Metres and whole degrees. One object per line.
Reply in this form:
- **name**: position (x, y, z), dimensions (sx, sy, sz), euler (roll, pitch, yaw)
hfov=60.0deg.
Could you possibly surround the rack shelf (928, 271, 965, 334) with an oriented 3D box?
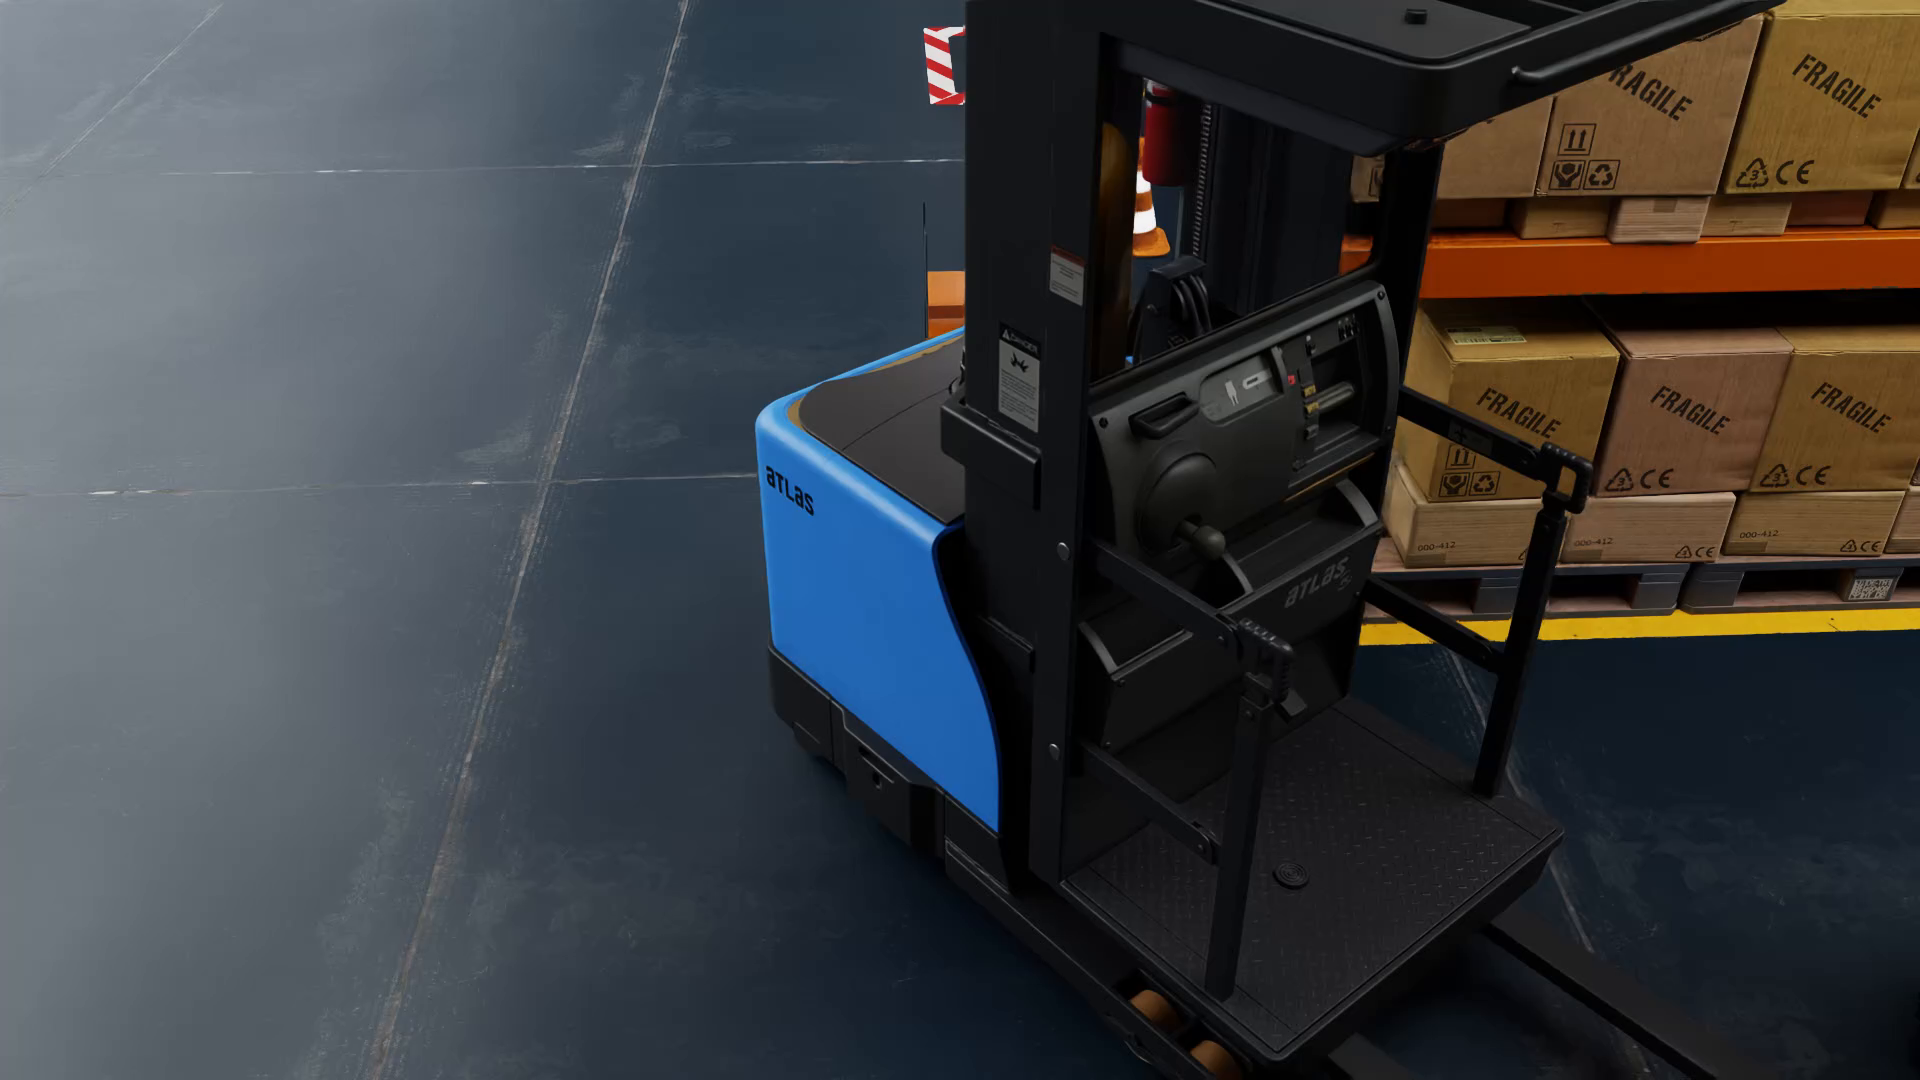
- **rack shelf**: position (-0.015, -0.752, 5.228), dimensions (0.180, 0.103, 0.258), euler (-2, 35, -2)

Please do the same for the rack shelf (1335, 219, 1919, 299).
- **rack shelf**: position (2.817, -1.012, 5.208), dimensions (4.000, 0.370, 1.077), euler (-2, 35, -2)

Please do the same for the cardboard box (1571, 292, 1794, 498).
- **cardboard box**: position (2.184, -0.486, 5.205), dimensions (0.500, 0.500, 0.500), euler (-3, 35, -4)

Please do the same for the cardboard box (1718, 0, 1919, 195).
- **cardboard box**: position (2.332, -1.302, 4.647), dimensions (0.500, 0.500, 0.500), euler (-2, 35, -3)

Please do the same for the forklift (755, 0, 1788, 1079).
- **forklift**: position (0.777, -0.208, 3.475), dimensions (1.130, 2.935, 3.031), euler (-26, 42, -32)

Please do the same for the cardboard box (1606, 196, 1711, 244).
- **cardboard box**: position (1.944, -0.999, 4.778), dimensions (0.250, 0.149, 0.380), euler (-1, 35, -1)

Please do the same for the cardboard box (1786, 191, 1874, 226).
- **cardboard box**: position (2.462, -1.066, 4.875), dimensions (0.250, 0.149, 0.380), euler (0, 35, -1)

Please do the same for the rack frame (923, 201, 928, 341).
- **rack frame**: position (-0.106, -0.491, 5.404), dimensions (0.006, 1.200, 0.240), euler (-2, 35, -2)

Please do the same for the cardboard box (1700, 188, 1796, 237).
- **cardboard box**: position (2.201, -1.025, 4.815), dimensions (0.250, 0.149, 0.380), euler (-1, 35, -1)

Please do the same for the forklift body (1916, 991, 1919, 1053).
- **forklift body**: position (2.866, 0.829, 2.663), dimensions (1.214, 2.155, 2.313), euler (-2, 35, -2)

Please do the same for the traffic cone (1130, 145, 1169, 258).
- **traffic cone**: position (0.796, -1.577, 7.622), dimensions (0.334, 0.463, 0.336), euler (-2, 35, -2)

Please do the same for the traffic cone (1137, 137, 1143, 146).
- **traffic cone**: position (1.082, -2.229, 8.564), dimensions (0.334, 0.463, 0.336), euler (-2, 35, -2)

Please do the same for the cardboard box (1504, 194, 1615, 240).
- **cardboard box**: position (1.689, -1.018, 4.806), dimensions (0.250, 0.149, 0.380), euler (-3, 35, -4)

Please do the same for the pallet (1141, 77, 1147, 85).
- **pallet**: position (1.279, -2.984, 9.876), dimensions (1.213, 0.211, 1.003), euler (-2, 35, -2)

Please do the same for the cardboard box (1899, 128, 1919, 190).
- **cardboard box**: position (2.839, -1.321, 4.673), dimensions (0.500, 0.500, 0.500), euler (-2, 35, -3)

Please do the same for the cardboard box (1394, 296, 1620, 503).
- **cardboard box**: position (1.662, -0.470, 5.181), dimensions (0.500, 0.500, 0.500), euler (-3, 35, -4)

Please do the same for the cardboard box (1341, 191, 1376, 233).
- **cardboard box**: position (1.168, -1.042, 4.840), dimensions (0.250, 0.149, 0.380), euler (-1, 35, -2)

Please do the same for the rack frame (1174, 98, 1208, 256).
- **rack frame**: position (0.819, -1.254, 4.926), dimensions (0.127, 3.000, 1.000), euler (-2, 35, -2)

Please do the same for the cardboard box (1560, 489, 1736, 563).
- **cardboard box**: position (2.148, -0.170, 5.407), dimensions (0.500, 0.250, 0.500), euler (0, 35, -1)

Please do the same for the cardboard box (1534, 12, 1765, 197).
- **cardboard box**: position (1.823, -1.288, 4.626), dimensions (0.500, 0.500, 0.500), euler (-1, 35, -1)

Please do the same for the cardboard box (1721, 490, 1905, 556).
- **cardboard box**: position (2.693, -0.192, 5.438), dimensions (0.500, 0.250, 0.500), euler (1, 35, 1)

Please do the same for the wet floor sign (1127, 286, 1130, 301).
- **wet floor sign**: position (0.579, -0.889, 6.467), dimensions (0.232, 0.644, 0.267), euler (10, 36, 14)

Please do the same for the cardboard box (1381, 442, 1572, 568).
- **cardboard box**: position (1.638, -0.160, 5.393), dimensions (0.500, 0.250, 0.500), euler (-2, 35, -3)

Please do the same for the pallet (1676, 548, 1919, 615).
- **pallet**: position (2.924, -0.142, 5.770), dimensions (1.213, 0.211, 1.003), euler (-2, 35, -2)

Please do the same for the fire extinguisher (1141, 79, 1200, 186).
- **fire extinguisher**: position (0.683, -1.481, 5.322), dimensions (0.183, 0.674, 0.296), euler (-2, 35, -2)

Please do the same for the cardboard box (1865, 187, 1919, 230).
- **cardboard box**: position (2.727, -1.056, 4.861), dimensions (0.250, 0.149, 0.380), euler (-2, 35, -3)

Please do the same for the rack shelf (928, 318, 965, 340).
- **rack shelf**: position (-0.015, -0.654, 5.297), dimensions (0.180, 0.103, 0.258), euler (-2, 35, -2)

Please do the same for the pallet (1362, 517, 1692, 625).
- **pallet**: position (1.708, -0.111, 5.725), dimensions (1.213, 0.211, 1.003), euler (-2, 35, -2)

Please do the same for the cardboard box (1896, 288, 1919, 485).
- **cardboard box**: position (3.219, -0.514, 5.245), dimensions (0.500, 0.500, 0.500), euler (0, 35, 0)

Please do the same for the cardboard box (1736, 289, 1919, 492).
- **cardboard box**: position (2.685, -0.495, 5.218), dimensions (0.500, 0.500, 0.500), euler (-1, 35, -1)

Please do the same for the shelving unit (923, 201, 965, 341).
- **shelving unit**: position (-0.015, -0.493, 5.408), dimensions (0.189, 1.200, 0.258), euler (-2, 35, -2)

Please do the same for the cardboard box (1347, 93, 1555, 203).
- **cardboard box**: position (1.305, -1.272, 4.603), dimensions (0.500, 0.500, 0.500), euler (-2, 35, -3)

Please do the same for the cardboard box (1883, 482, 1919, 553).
- **cardboard box**: position (3.197, -0.204, 5.456), dimensions (0.500, 0.250, 0.500), euler (-1, 35, -1)

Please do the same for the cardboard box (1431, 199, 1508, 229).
- **cardboard box**: position (1.420, -1.057, 4.862), dimensions (0.250, 0.149, 0.380), euler (-1, 35, -2)
